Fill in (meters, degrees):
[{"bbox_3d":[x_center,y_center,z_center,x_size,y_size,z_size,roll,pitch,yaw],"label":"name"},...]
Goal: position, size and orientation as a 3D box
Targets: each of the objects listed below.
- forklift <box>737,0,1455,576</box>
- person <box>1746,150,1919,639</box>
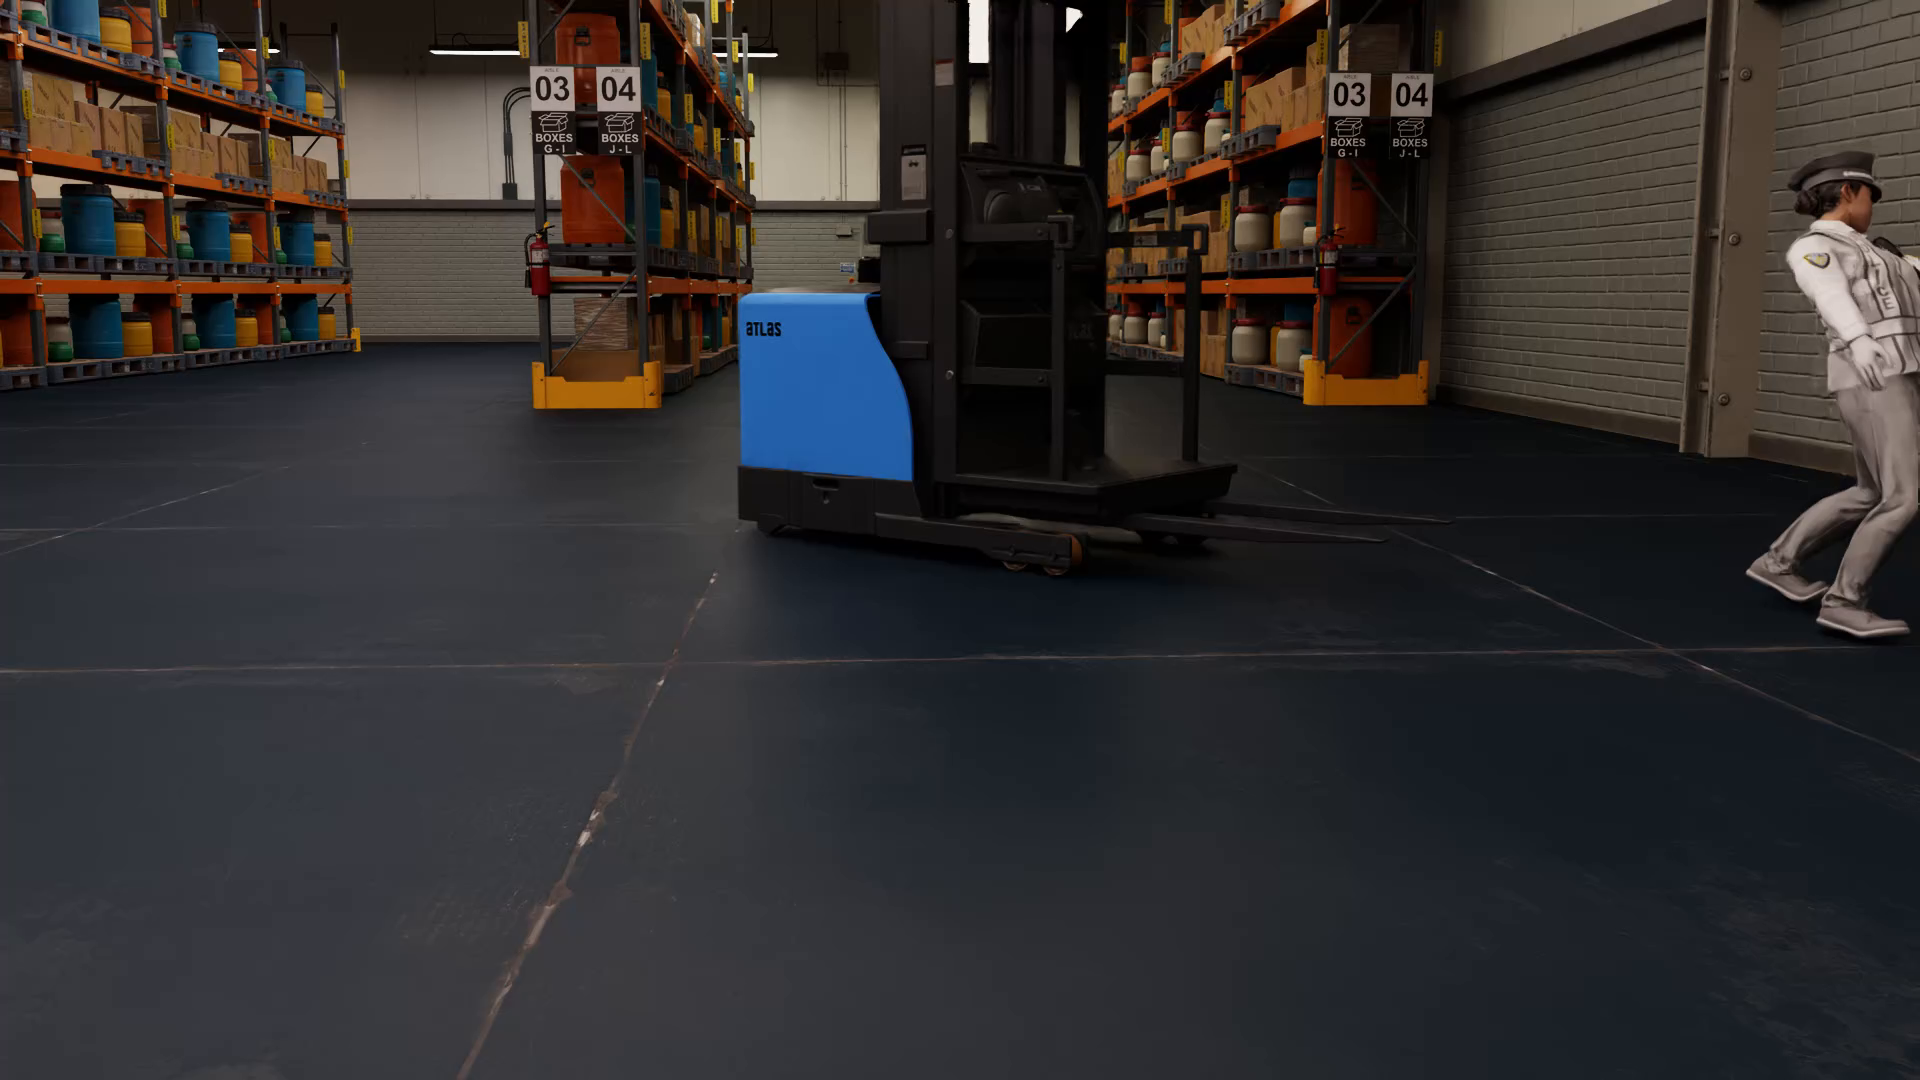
[{"bbox_3d":[0.474,-1.400,6.758,3.031,2.935,1.130,7,11,37],"label":"forklift"},{"bbox_3d":[2.876,-0.462,5.185,0.803,1.513,0.835,6,10,35],"label":"person"}]
